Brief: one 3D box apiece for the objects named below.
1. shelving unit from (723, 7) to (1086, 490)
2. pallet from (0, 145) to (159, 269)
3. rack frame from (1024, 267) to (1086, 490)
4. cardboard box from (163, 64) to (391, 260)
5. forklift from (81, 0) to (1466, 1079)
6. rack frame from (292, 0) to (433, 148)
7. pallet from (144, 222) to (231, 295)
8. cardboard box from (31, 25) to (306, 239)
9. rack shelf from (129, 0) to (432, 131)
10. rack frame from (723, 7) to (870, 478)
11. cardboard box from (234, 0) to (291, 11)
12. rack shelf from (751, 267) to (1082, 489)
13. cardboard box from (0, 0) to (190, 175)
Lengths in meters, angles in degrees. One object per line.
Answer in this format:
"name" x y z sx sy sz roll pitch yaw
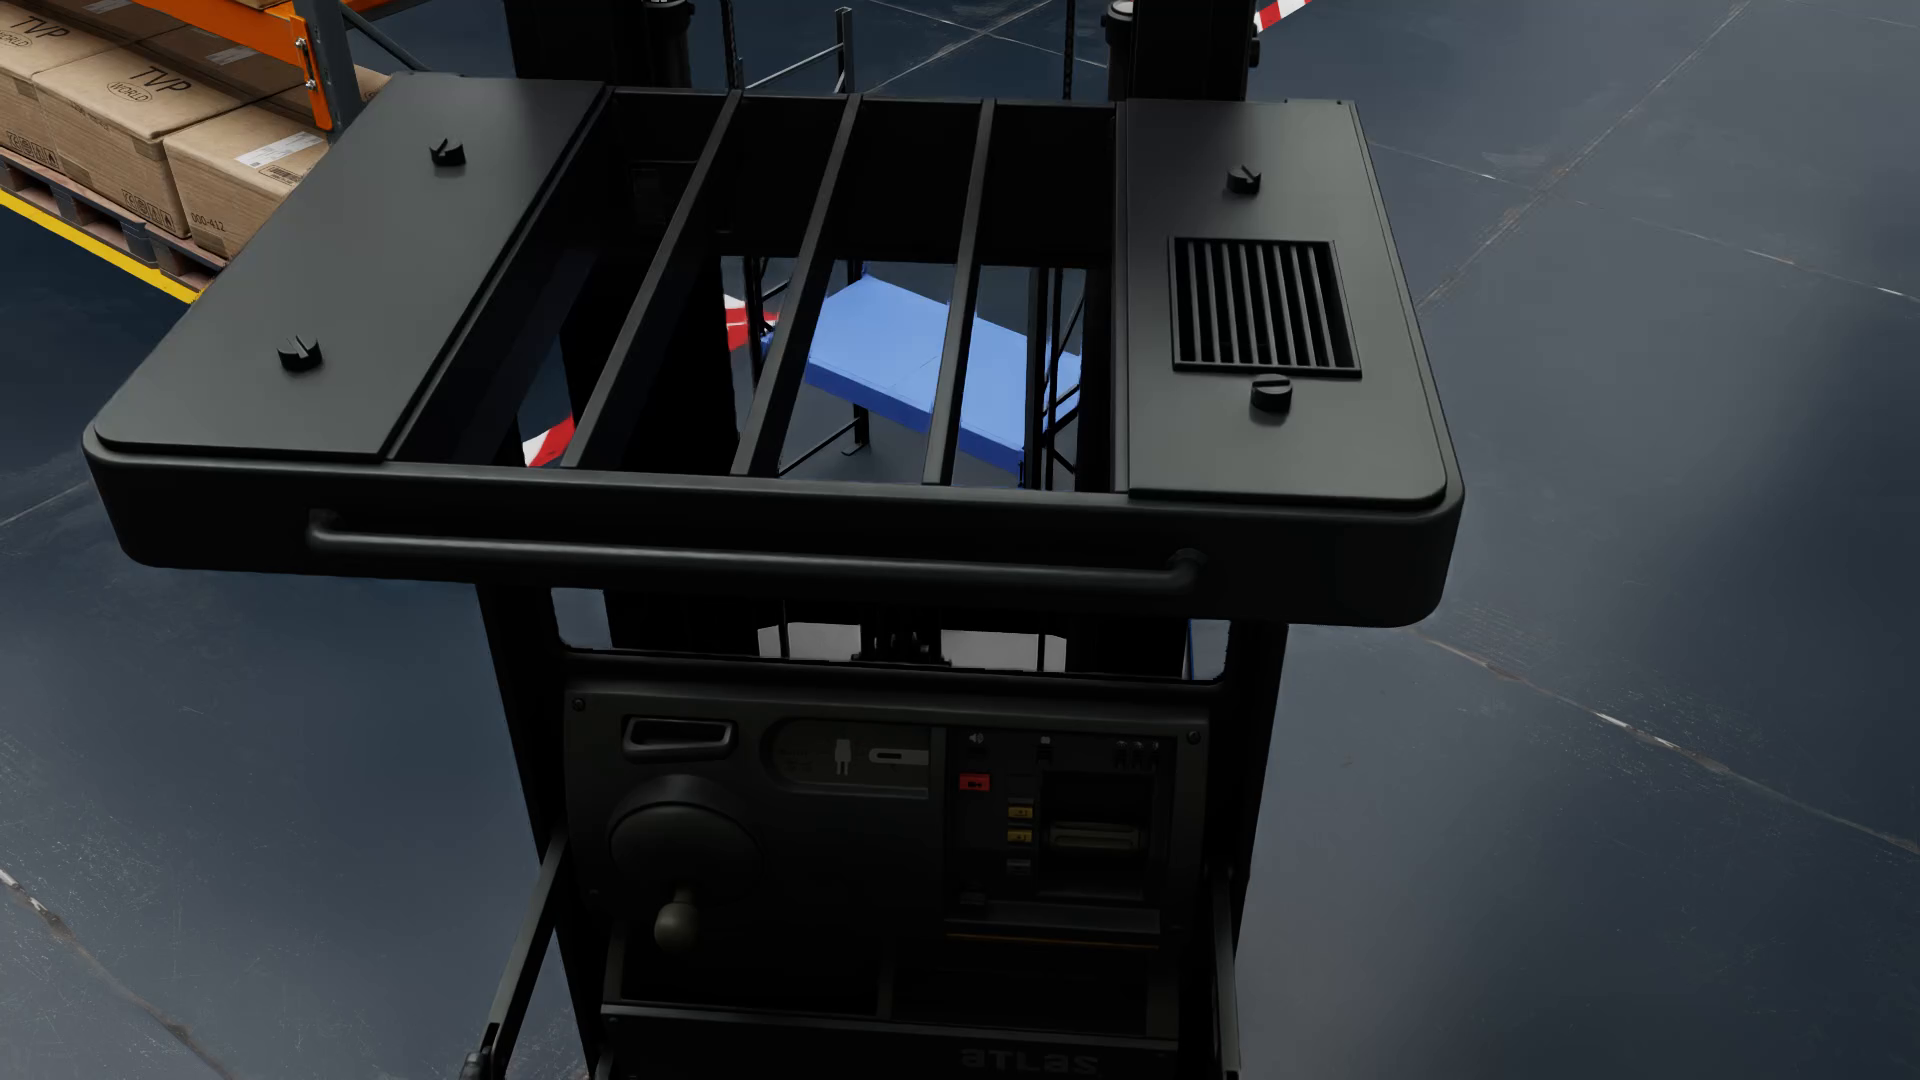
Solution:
"shelving unit" -0.068 -0.622 4.828 1.048 1.500 0.538 25 45 29
"pallet" -3.375 -1.622 7.151 1.213 0.211 1.003 25 45 29
"rack frame" 0.336 -0.432 4.585 0.032 1.500 0.500 25 45 29
"cardboard box" -2.312 -1.357 6.287 0.875 0.438 0.875 24 44 27
"forklift" -0.126 0.486 2.251 1.130 2.935 3.031 3 38 3
"rack frame" -1.728 -2.002 5.374 0.127 3.000 1.000 25 45 29
"pallet" -2.410 -1.165 6.567 1.213 0.211 1.003 25 45 29
"cardboard box" -3.045 -1.695 6.720 0.875 0.438 0.875 27 45 30
"rack shelf" -3.316 -2.468 6.552 4.000 0.370 1.077 25 45 29
"rack frame" -0.472 -0.813 5.072 0.032 1.500 0.500 25 45 29
"cardboard box" -2.271 -2.092 5.408 0.500 0.500 0.500 26 45 29
"rack shelf" -0.068 -0.481 4.939 1.000 0.185 0.538 25 45 29
"cardboard box" -3.760 -2.034 7.152 0.875 0.438 0.875 24 44 27
